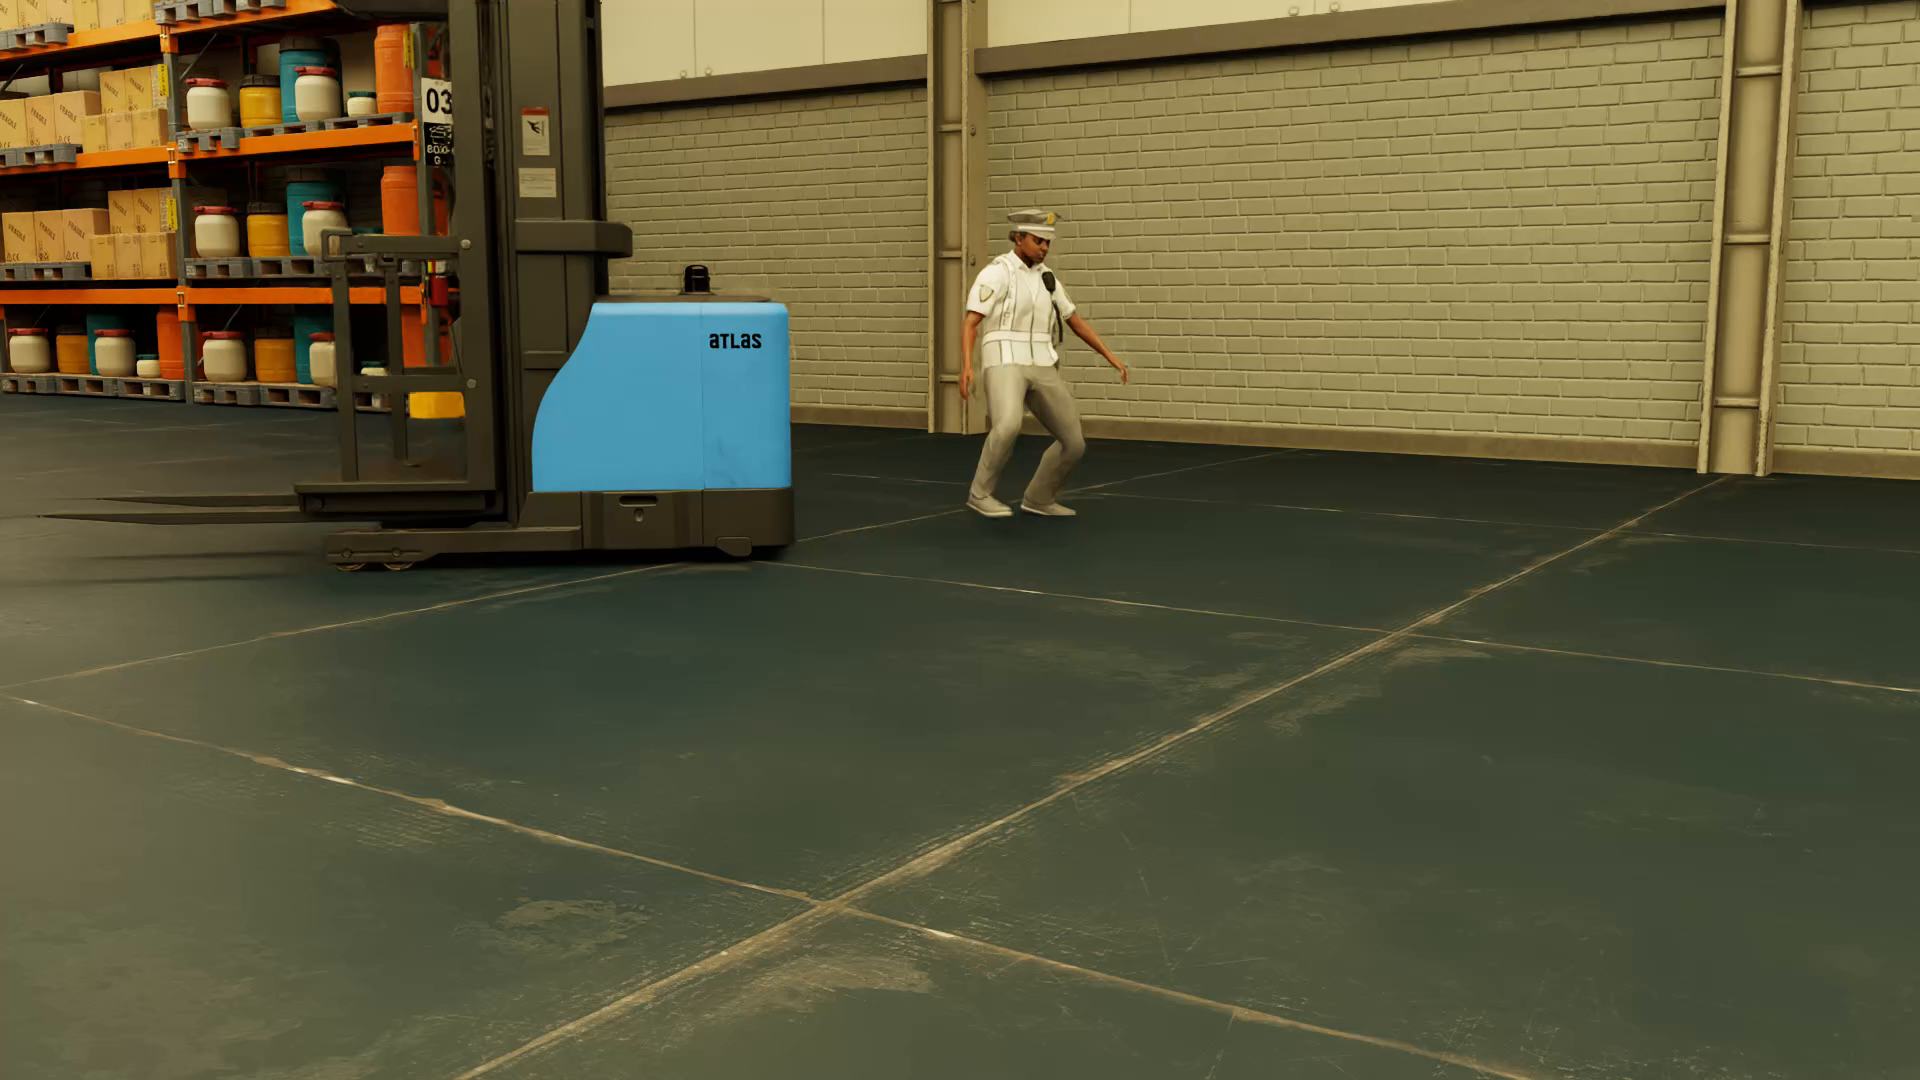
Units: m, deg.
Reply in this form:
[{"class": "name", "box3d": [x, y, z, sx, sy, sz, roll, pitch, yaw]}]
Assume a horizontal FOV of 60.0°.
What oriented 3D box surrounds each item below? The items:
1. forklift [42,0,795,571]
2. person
[{"class": "forklift", "box3d": [-2.253, -1.403, 7.060, 3.031, 2.935, 1.130, -1, 8, -7]}, {"class": "person", "box3d": [0.348, -0.827, 8.118, 0.877, 1.546, 0.649, -5, 10, -32]}]
